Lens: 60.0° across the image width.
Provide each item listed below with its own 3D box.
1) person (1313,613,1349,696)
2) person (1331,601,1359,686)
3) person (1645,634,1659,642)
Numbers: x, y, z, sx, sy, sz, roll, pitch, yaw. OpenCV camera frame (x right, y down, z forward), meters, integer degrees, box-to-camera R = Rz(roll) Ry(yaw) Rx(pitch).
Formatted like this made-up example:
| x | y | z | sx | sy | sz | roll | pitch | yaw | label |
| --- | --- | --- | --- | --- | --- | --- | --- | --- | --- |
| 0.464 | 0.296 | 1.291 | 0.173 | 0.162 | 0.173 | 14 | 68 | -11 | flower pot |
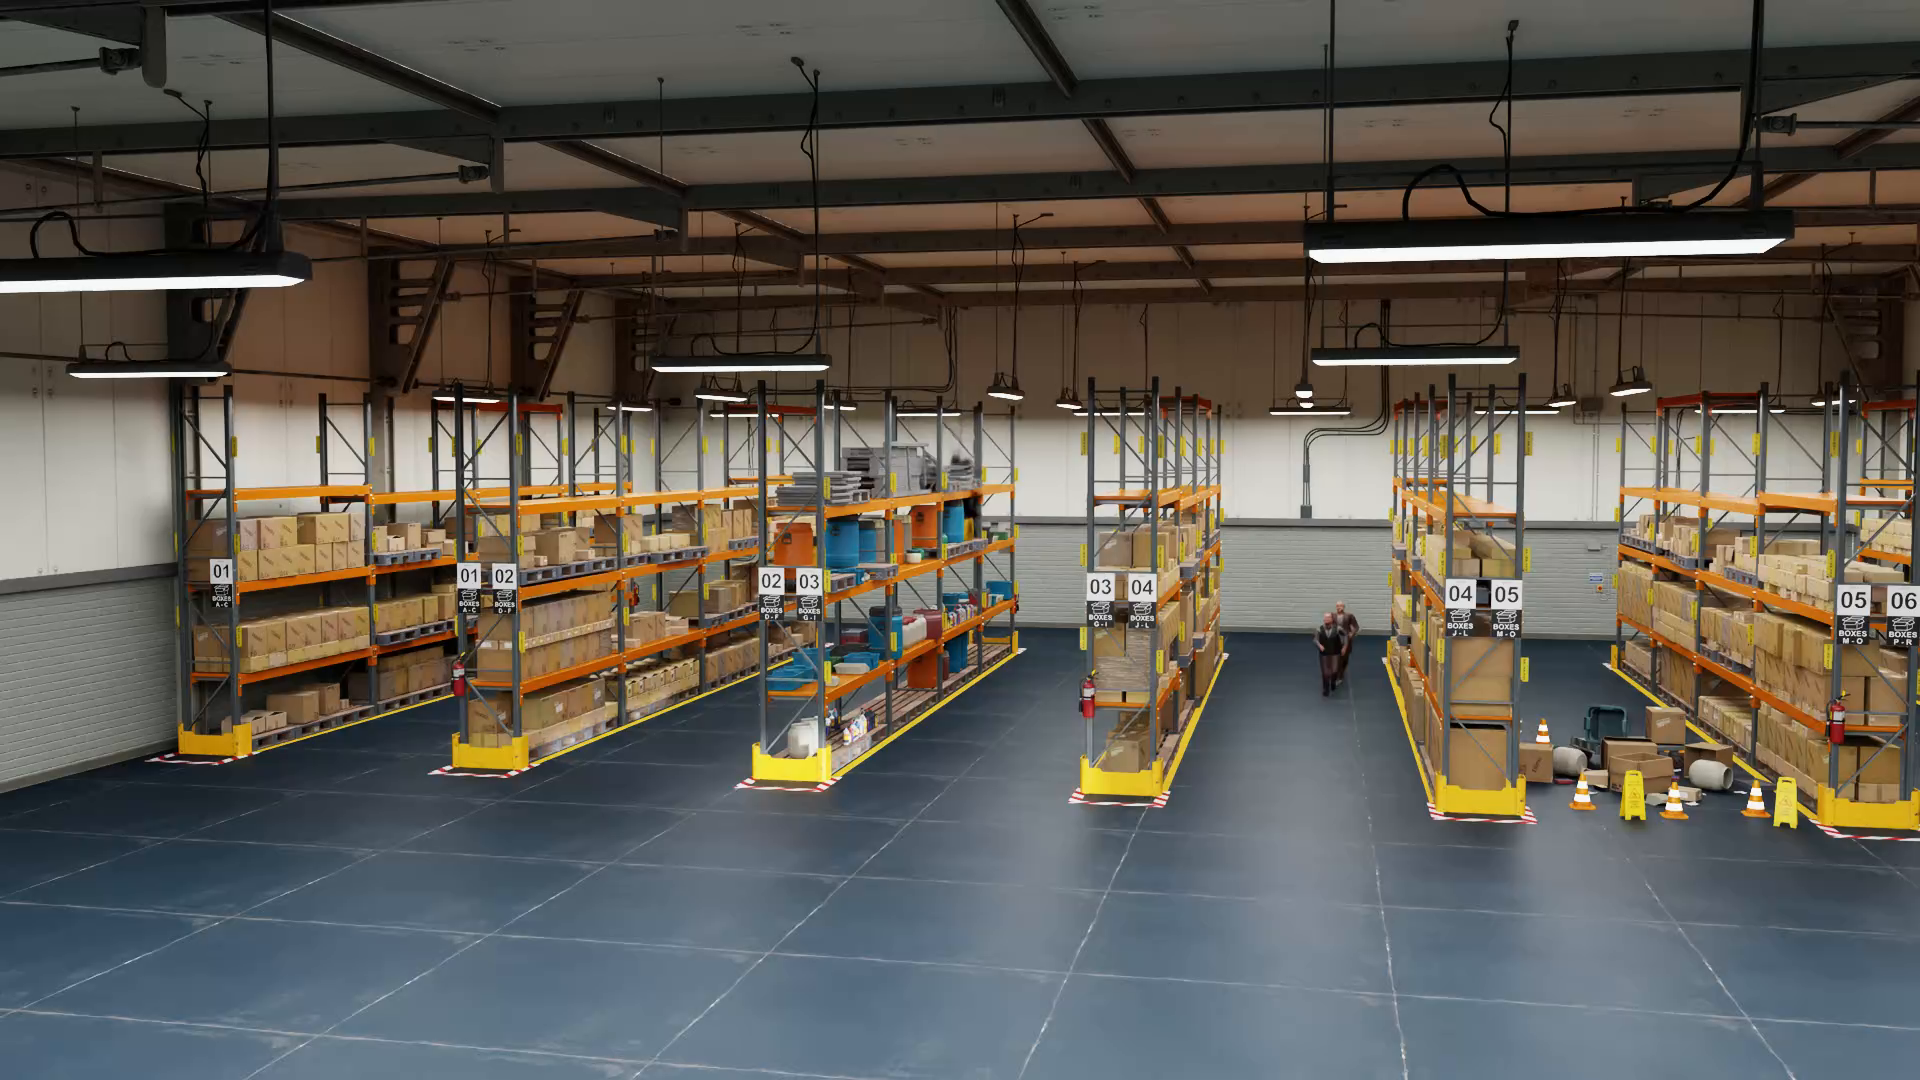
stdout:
| x | y | z | sx | sy | sz | roll | pitch | yaw | label |
| --- | --- | --- | --- | --- | --- | --- | --- | --- | --- |
| 7.402 | 2.304 | 33.247 | 0.682 | 1.684 | 0.703 | 1 | 3 | 17 | person |
| 8.068 | 2.170 | 35.171 | 0.706 | 1.763 | 0.761 | 1 | 3 | 18 | person |
| 16.128 | 2.029 | 38.576 | 0.674 | 1.673 | 0.735 | -3 | 4 | -40 | person |
